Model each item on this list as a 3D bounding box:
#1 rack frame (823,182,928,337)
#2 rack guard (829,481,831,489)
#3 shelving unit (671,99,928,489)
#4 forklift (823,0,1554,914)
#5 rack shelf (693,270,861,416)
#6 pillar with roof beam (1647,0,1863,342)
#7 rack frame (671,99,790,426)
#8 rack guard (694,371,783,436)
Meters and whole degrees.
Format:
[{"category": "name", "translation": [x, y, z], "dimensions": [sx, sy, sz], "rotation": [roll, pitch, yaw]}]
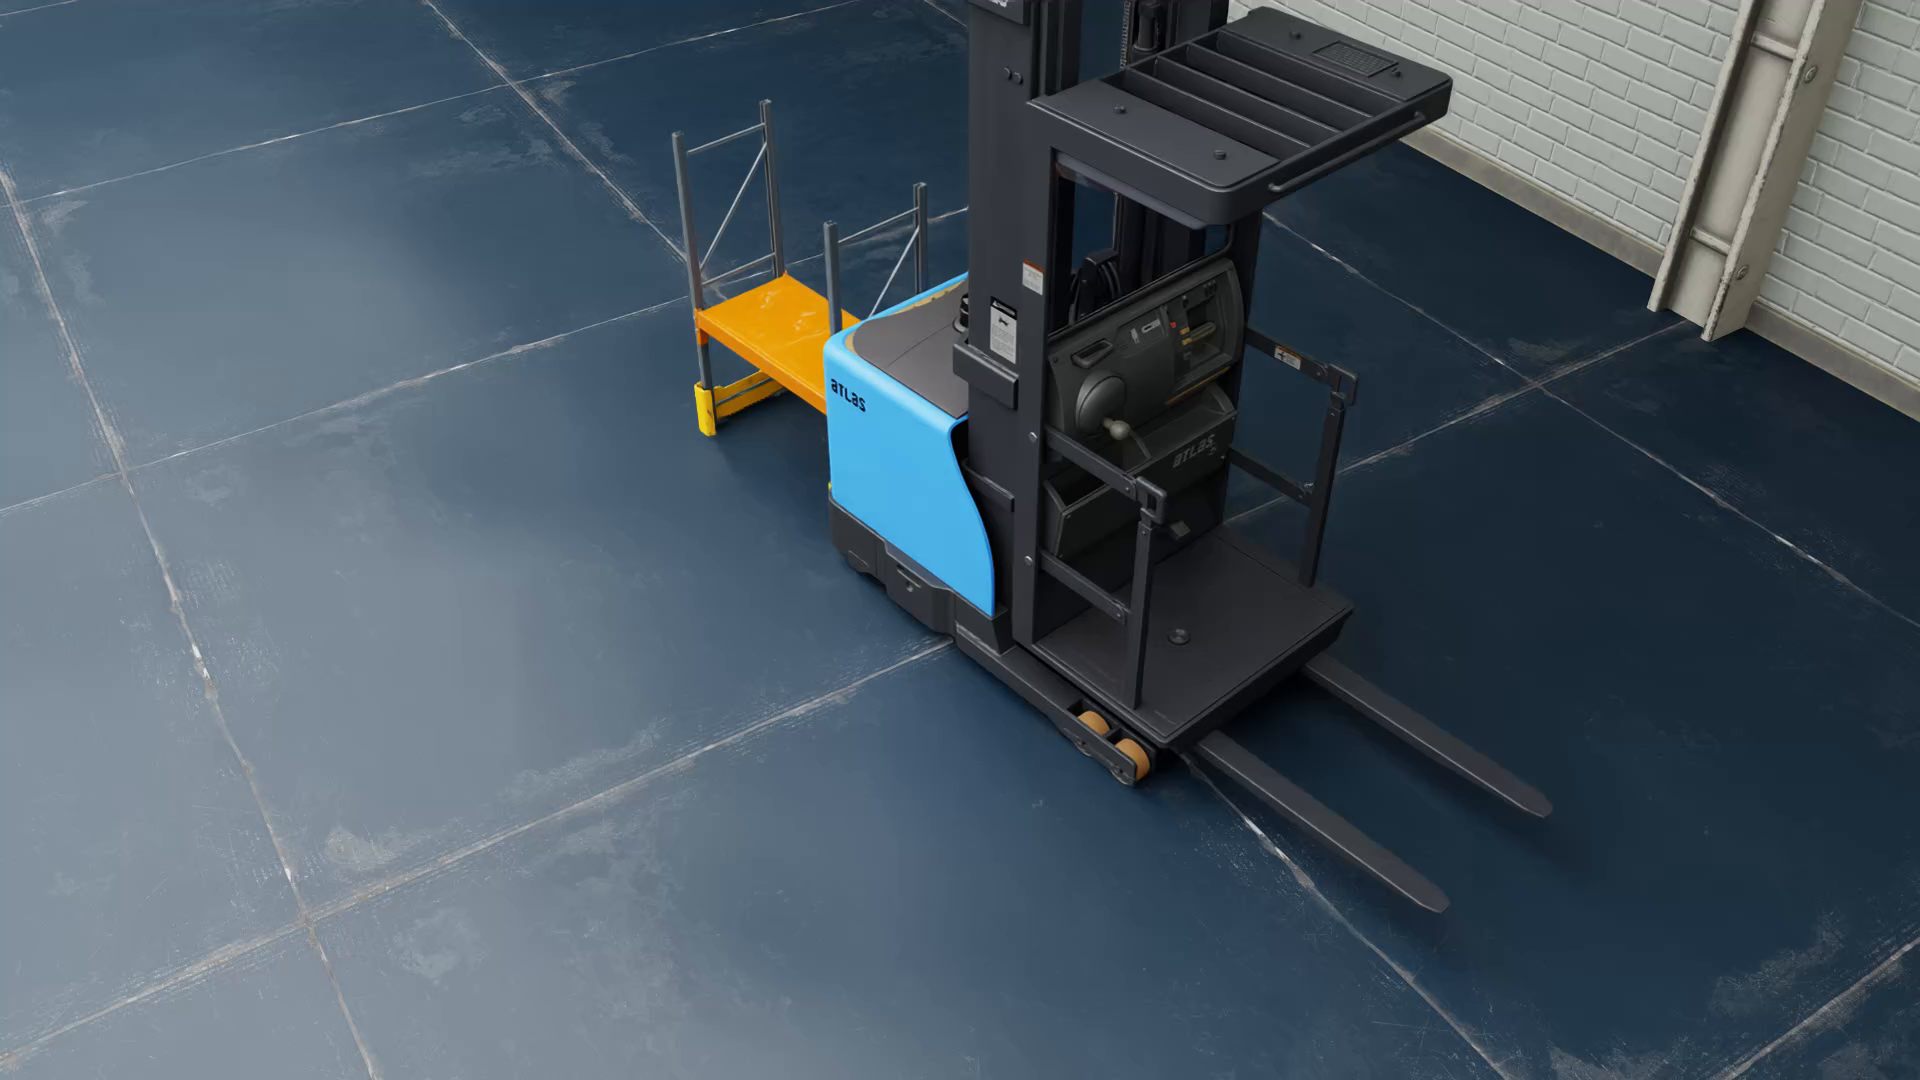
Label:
[{"category": "rack frame", "translation": [-0.327, -0.734, 6.959], "dimensions": [0.500, 1.500, 0.032], "rotation": [-30, 48, -31]}, {"category": "rack guard", "translation": [-0.328, -0.255, 7.360], "dimensions": [0.587, 0.250, 0.087], "rotation": [-30, 48, -31]}, {"category": "shelving unit", "translation": [-0.662, -0.971, 7.244], "dimensions": [0.587, 1.500, 1.083], "rotation": [-30, 48, -31]}, {"category": "forklift", "translation": [0.804, -0.594, 5.674], "dimensions": [1.130, 2.935, 3.031], "rotation": [-30, 48, -31]}, {"category": "rack shelf", "translation": [-0.668, -0.837, 7.364], "dimensions": [0.538, 0.185, 1.000], "rotation": [-30, 48, -31]}, {"category": "pillar with roof beam", "translation": [0.203, -3.141, 3.990], "dimensions": [9.100, 9.000, 0.400], "rotation": [-22, 45, -24]}, {"category": "rack frame", "translation": [-1.009, -1.217, 7.539], "dimensions": [0.500, 1.500, 0.032], "rotation": [-30, 48, -31]}, {"category": "rack guard", "translation": [-0.996, -0.728, 7.928], "dimensions": [0.587, 0.250, 0.087], "rotation": [-30, 48, -31]}]
